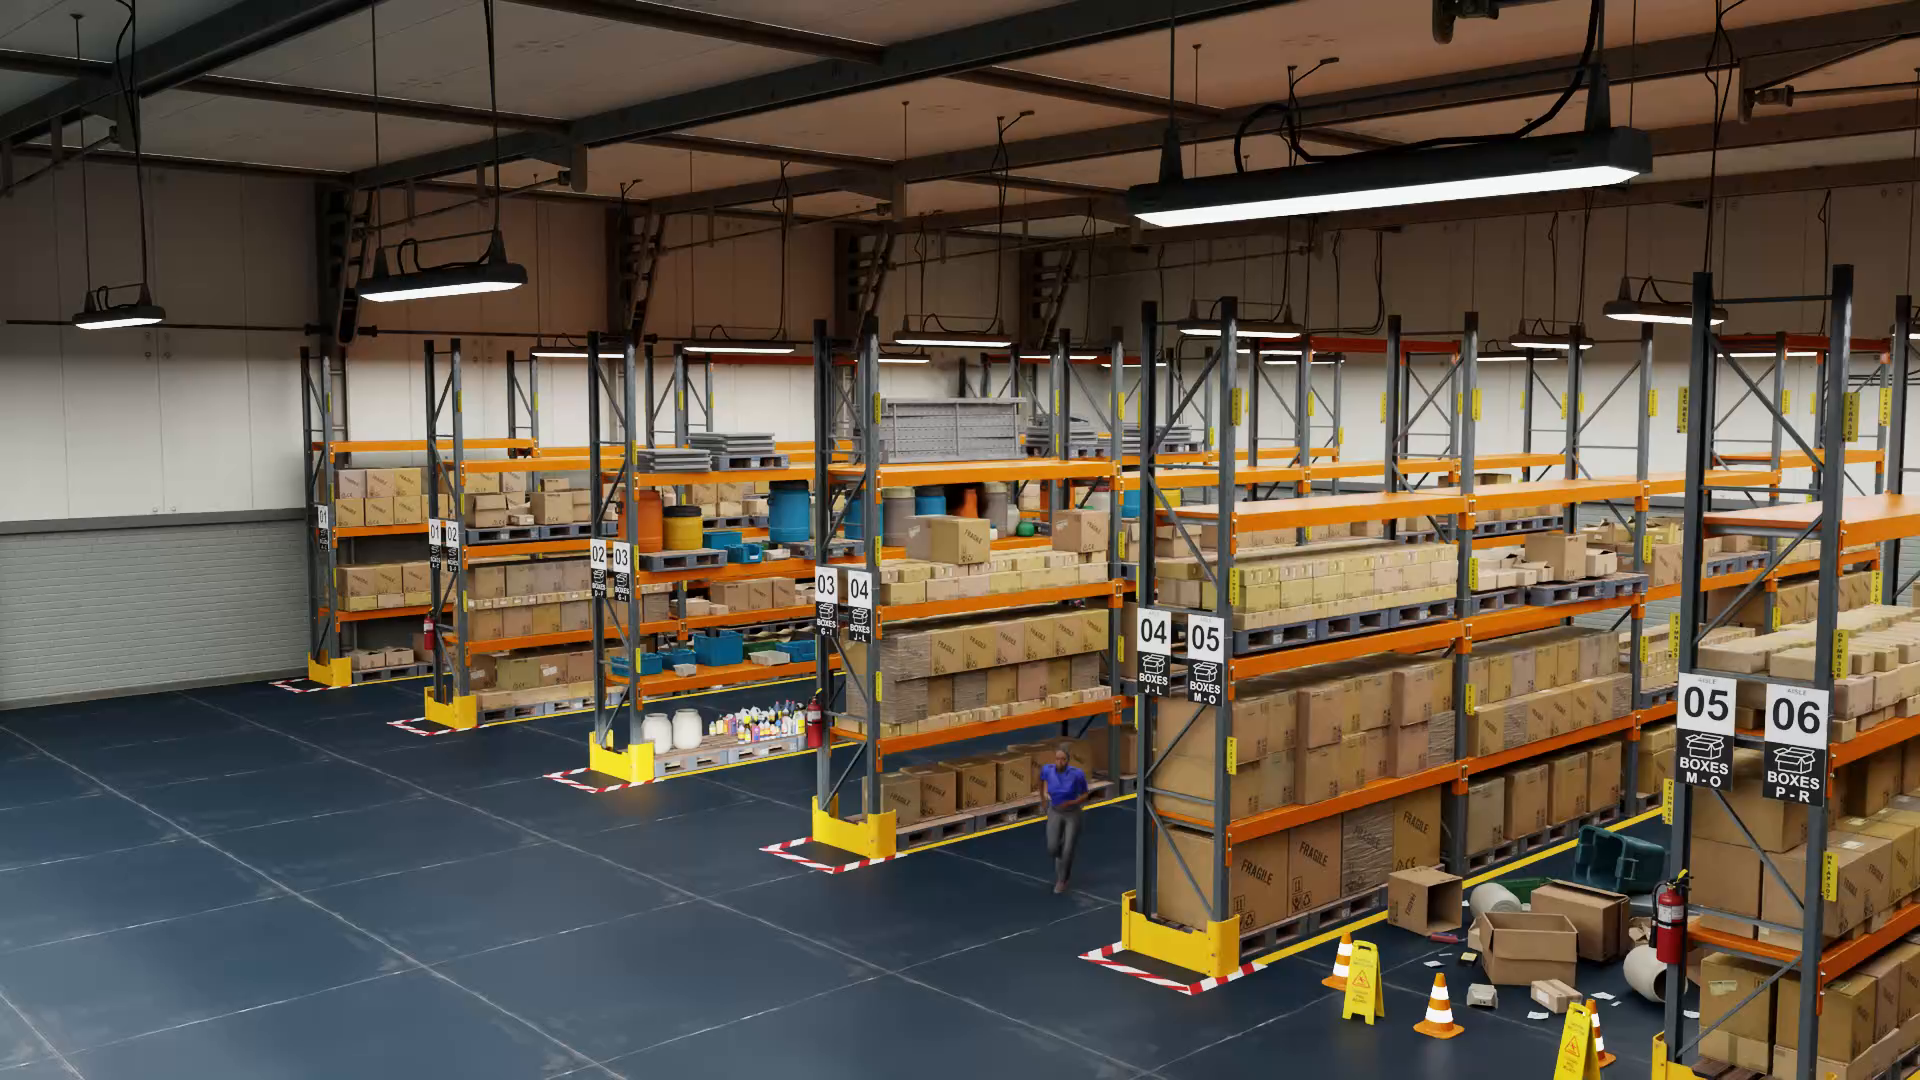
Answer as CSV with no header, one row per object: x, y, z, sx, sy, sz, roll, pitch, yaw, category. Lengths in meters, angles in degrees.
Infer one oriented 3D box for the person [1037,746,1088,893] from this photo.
1.044,2.884,17.152,0.561,1.581,0.637,1,5,10,person
